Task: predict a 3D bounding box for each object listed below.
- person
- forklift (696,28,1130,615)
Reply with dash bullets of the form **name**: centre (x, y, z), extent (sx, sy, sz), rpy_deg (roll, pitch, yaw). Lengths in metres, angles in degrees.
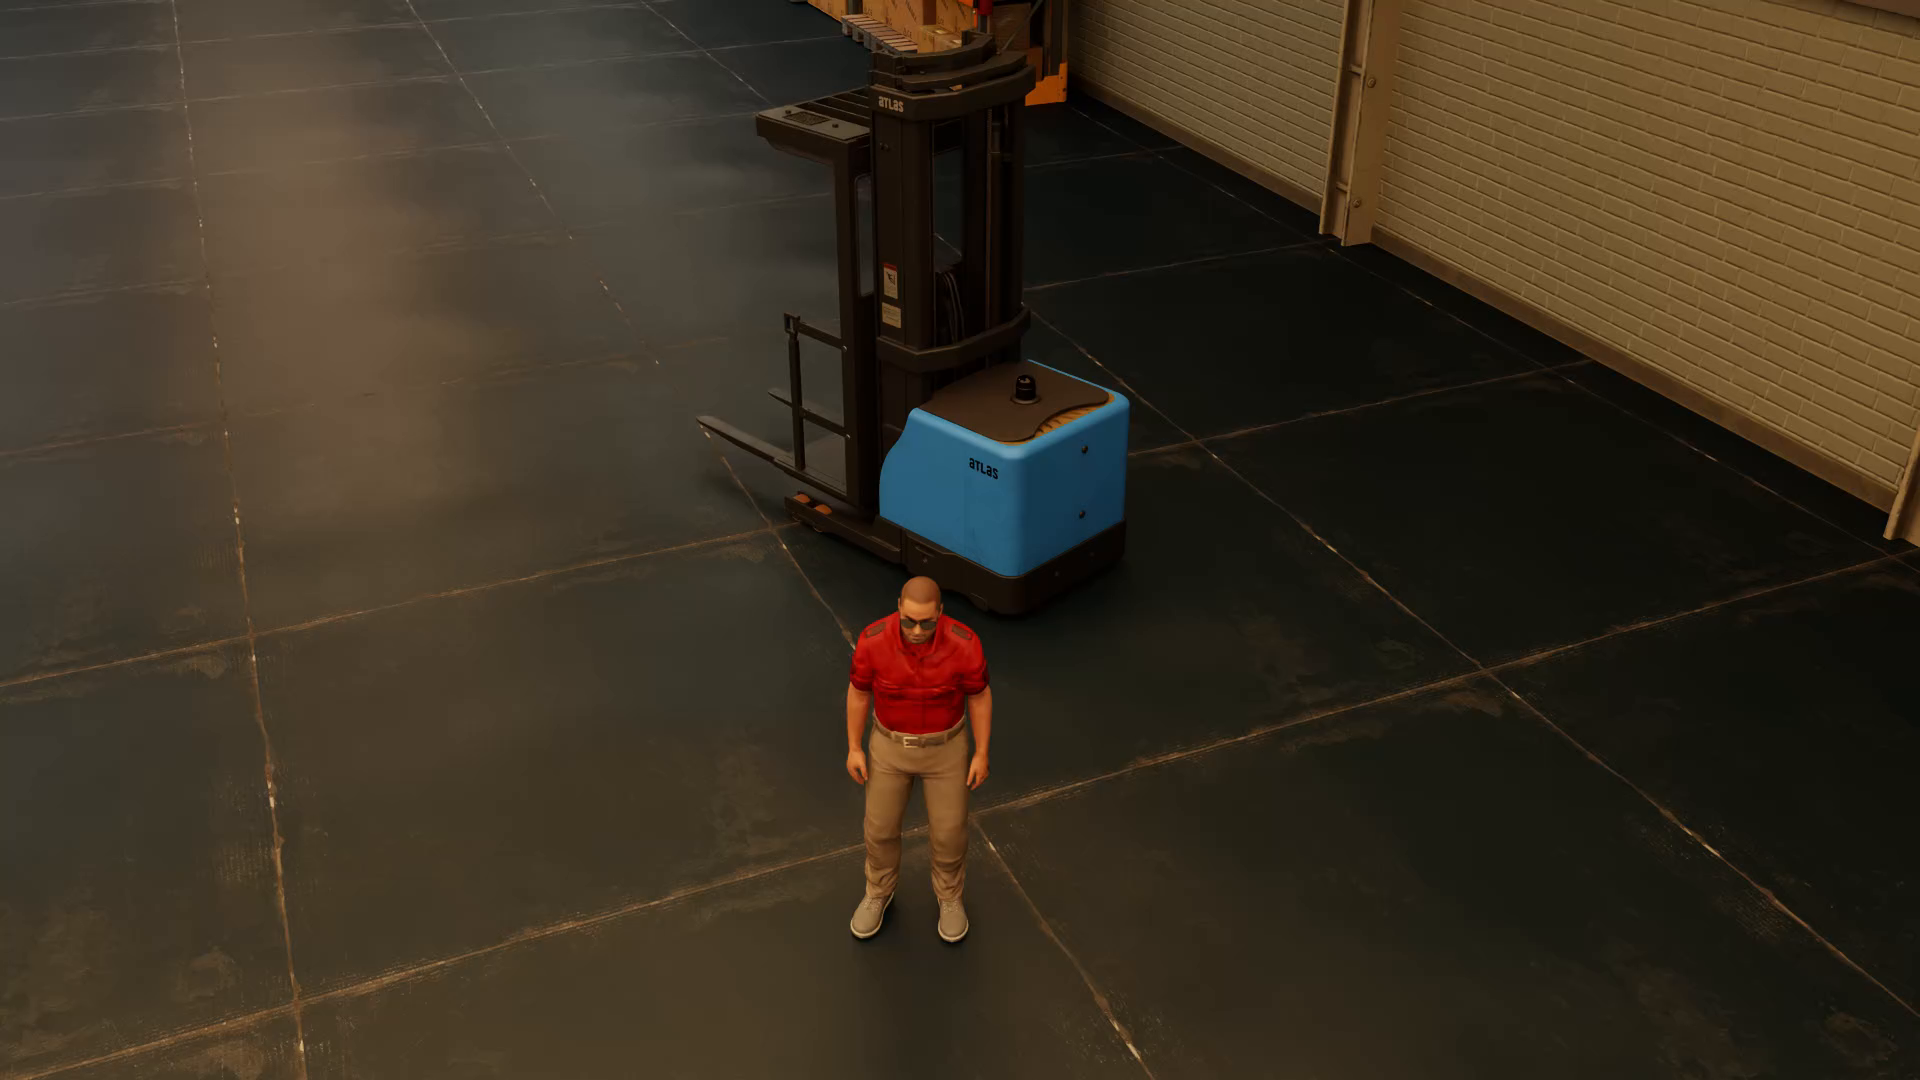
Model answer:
- **person**: centre (-0.169, 0.871, 6.809), extent (0.591, 1.726, 0.388), rpy_deg (2, 30, 3)
- **forklift**: centre (-0.436, -1.483, 9.714), extent (3.031, 2.935, 1.130), rpy_deg (26, 39, 37)
